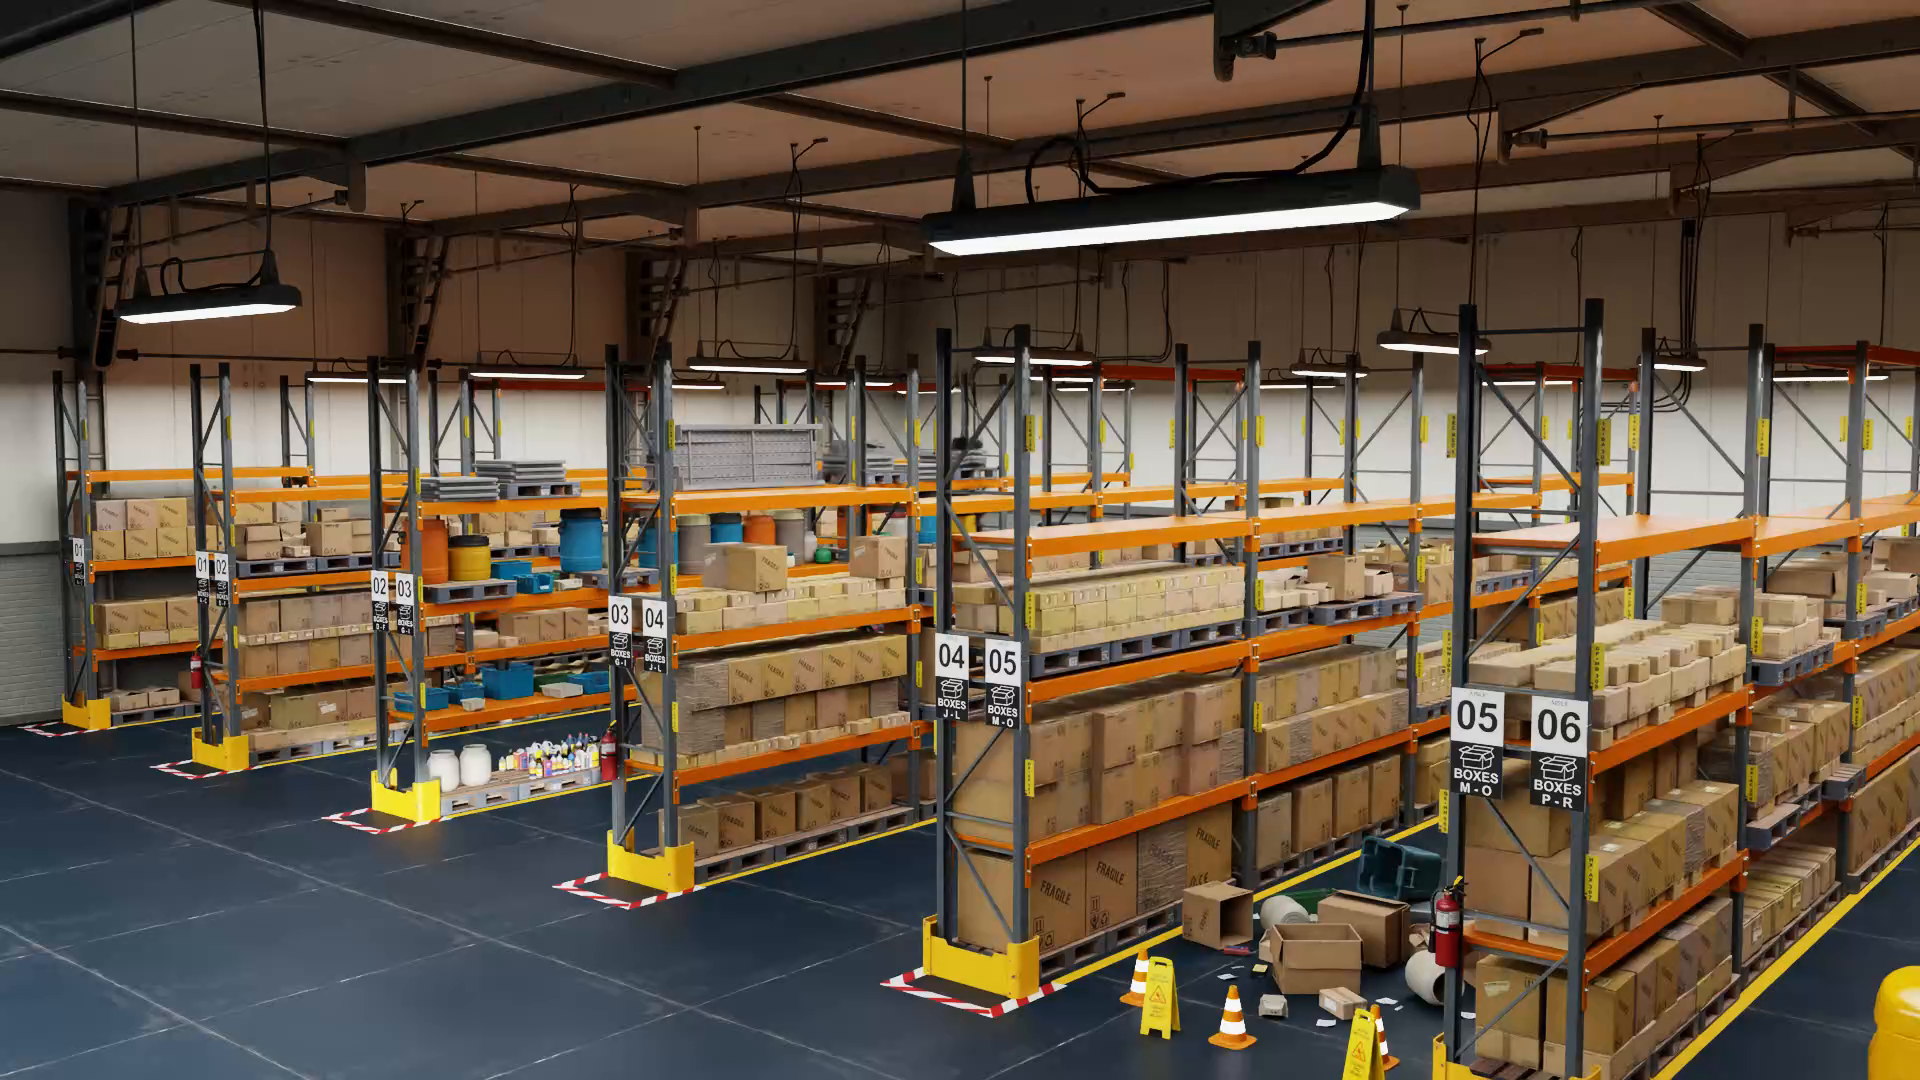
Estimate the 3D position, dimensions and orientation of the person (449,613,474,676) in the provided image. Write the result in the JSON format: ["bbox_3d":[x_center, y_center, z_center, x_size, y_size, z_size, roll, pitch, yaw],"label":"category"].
[{"bbox_3d":[-9.267,2.138,30.945,0.511,1.548,0.633,2,4,23],"label":"person"}]
